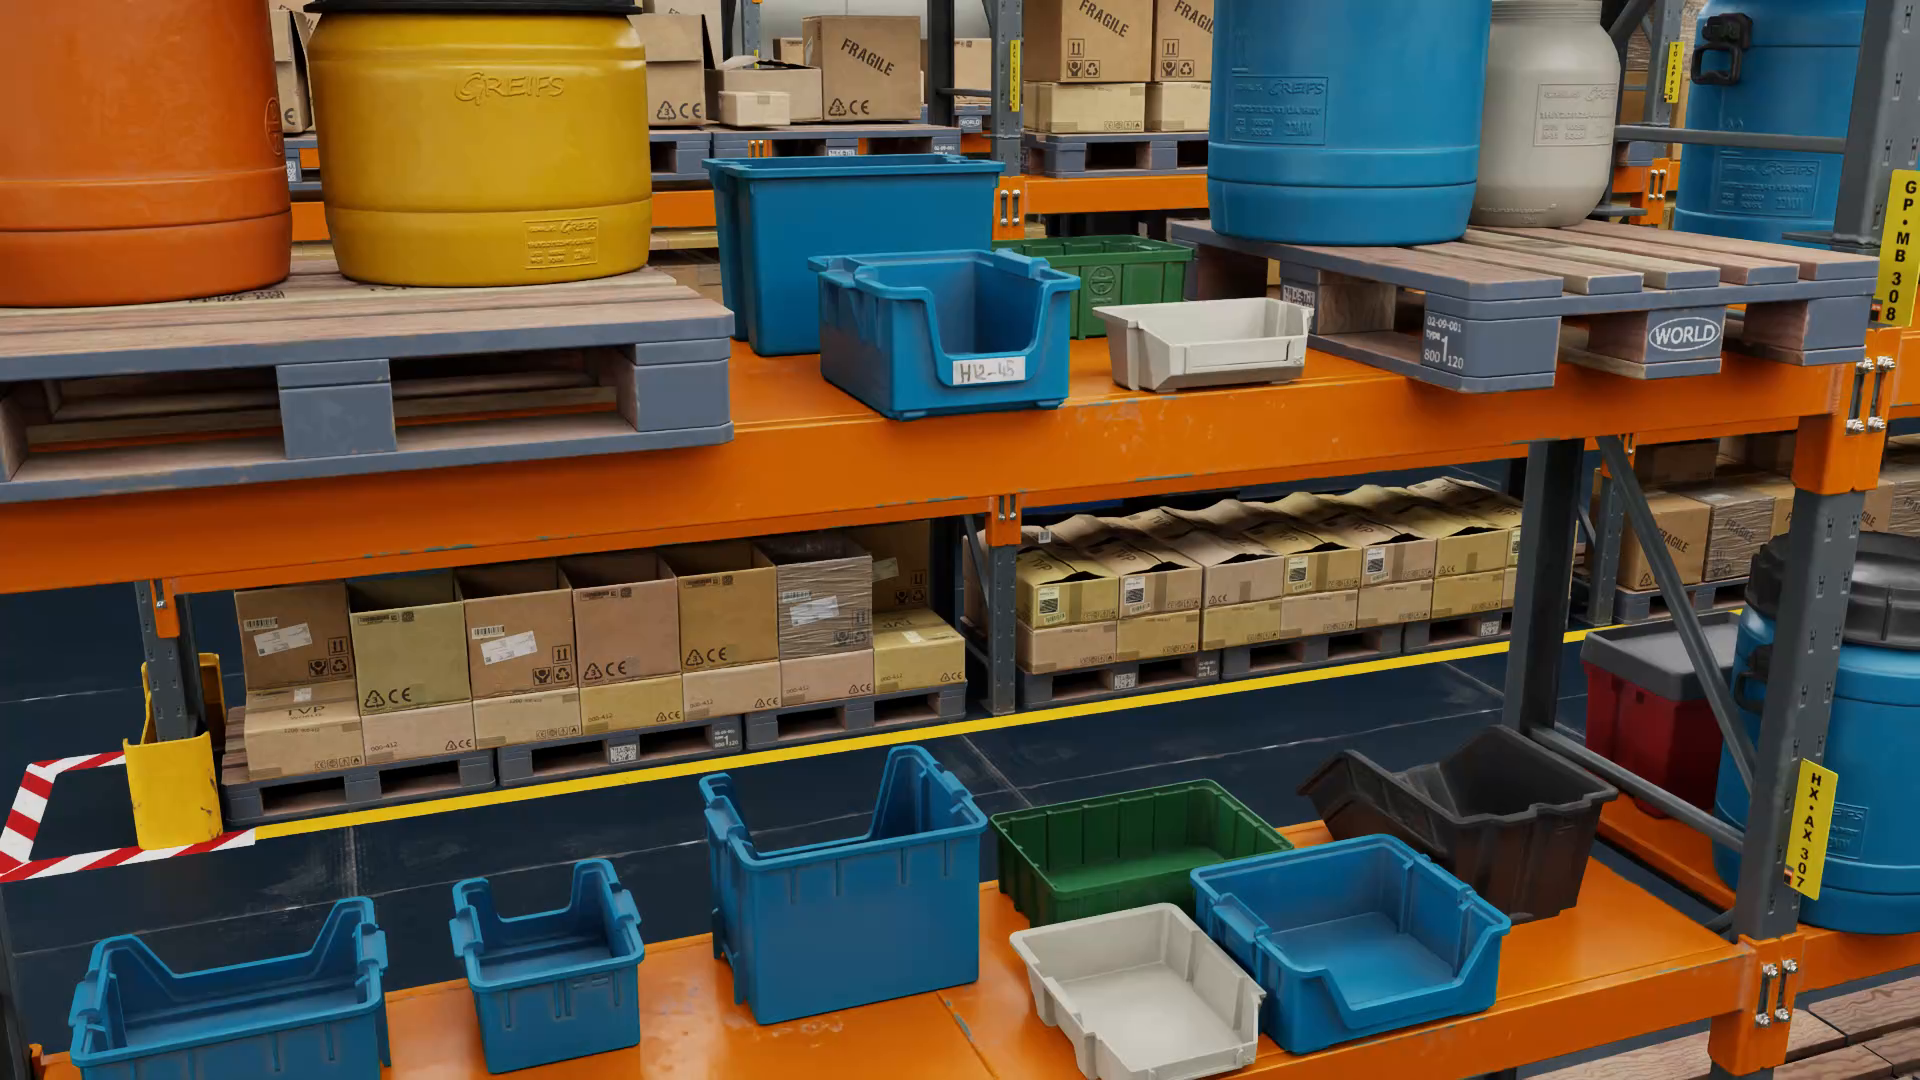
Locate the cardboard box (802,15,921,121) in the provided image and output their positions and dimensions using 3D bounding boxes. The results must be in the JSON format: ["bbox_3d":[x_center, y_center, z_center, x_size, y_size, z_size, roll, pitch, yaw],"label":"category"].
[{"bbox_3d":[-0.504,-2.404,8.467,0.500,0.500,0.500,-5,17,-16],"label":"cardboard box"}]

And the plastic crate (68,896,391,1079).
[{"bbox_3d":[-1.545,1.019,3.568,0.616,0.251,0.499,-6,17,-20],"label":"plastic crate"}]

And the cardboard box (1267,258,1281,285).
[{"bbox_3d":[2.565,-2.518,14.608,0.500,0.500,0.500,-6,17,-18],"label":"cardboard box"}]

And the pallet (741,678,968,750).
[{"bbox_3d":[-0.697,0.777,9.077,1.213,0.211,1.003,-6,17,-20],"label":"pallet"}]

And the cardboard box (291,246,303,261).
[{"bbox_3d":[-4.897,-1.796,11.790,0.500,0.500,0.500,-6,17,-20],"label":"cardboard box"}]

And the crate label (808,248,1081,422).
[{"bbox_3d":[-0.040,-0.393,3.052,0.408,0.251,0.502,-6,17,-20],"label":"crate label"}]

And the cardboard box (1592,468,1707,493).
[{"bbox_3d":[4.585,-0.201,11.114,0.500,0.500,0.500,-5,17,-18],"label":"cardboard box"}]

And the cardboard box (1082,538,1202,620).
[{"bbox_3d":[1.005,0.194,9.254,0.500,0.311,0.500,-6,18,-21],"label":"cardboard box"}]

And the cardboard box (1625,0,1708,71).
[{"bbox_3d":[4.205,-3.042,9.859,0.500,0.500,0.500,-6,17,-20],"label":"cardboard box"}]

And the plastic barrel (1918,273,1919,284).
[{"bbox_3d":[2.837,-1.180,4.580,0.600,0.901,0.600,0,16,0],"label":"plastic barrel"}]

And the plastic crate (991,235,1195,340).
[{"bbox_3d":[0.259,-0.576,3.790,0.450,0.188,0.336,-6,17,-20],"label":"plastic crate"}]

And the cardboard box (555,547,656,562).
[{"bbox_3d":[-1.884,0.244,8.746,0.500,0.500,0.500,-6,17,-20],"label":"cardboard box"}]

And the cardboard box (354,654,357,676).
[{"bbox_3d":[-2.817,0.706,8.506,0.500,0.250,0.500,-6,17,-20],"label":"cardboard box"}]

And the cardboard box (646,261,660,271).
[{"bbox_3d":[-1.757,-1.102,8.047,0.500,0.500,0.700,-6,17,-20],"label":"cardboard box"}]

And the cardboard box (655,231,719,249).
[{"bbox_3d":[-2.046,-2.101,12.830,0.500,0.500,0.500,-6,17,-20],"label":"cardboard box"}]

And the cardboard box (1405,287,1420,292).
[{"bbox_3d":[4.086,-2.380,15.288,0.250,0.149,0.380,-6,17,-18],"label":"cardboard box"}]

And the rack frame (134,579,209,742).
[{"bbox_3d":[-3.675,-0.227,7.546,0.127,3.000,1.000,-6,17,-20],"label":"rack frame"}]

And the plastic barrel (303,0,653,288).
[{"bbox_3d":[-0.887,-0.802,3.104,0.600,0.588,0.600,0,16,0],"label":"plastic barrel"}]

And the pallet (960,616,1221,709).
[{"bbox_3d":[0.735,0.624,9.600,1.213,0.211,1.003,-6,17,-20],"label":"pallet"}]

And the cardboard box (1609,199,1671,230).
[{"bbox_3d":[6.267,-2.934,16.232,0.700,0.700,0.980,-6,17,-19],"label":"cardboard box"}]

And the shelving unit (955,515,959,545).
[{"bbox_3d":[-0.283,-0.550,11.843,0.503,1.200,0.258,-6,17,-18],"label":"shelving unit"}]

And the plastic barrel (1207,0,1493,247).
[{"bbox_3d":[0.862,-1.135,3.682,0.708,0.901,0.600,-6,17,-20],"label":"plastic barrel"}]

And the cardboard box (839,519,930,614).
[{"bbox_3d":[-0.484,0.093,9.263,0.500,0.500,0.500,-6,17,-20],"label":"cardboard box"}]

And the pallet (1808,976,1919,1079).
[{"bbox_3d":[3.690,1.798,5.600,1.213,0.211,1.003,-6,17,-20],"label":"pallet"}]

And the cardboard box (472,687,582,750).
[{"bbox_3d":[-2.162,0.794,8.205,0.500,0.250,0.500,-6,17,-20],"label":"cardboard box"}]

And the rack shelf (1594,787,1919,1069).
[{"bbox_3d":[3.697,0.817,5.268,4.000,0.370,1.077,-6,17,-20],"label":"rack shelf"}]

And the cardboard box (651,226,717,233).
[{"bbox_3d":[-2.229,-2.238,13.295,0.500,0.500,0.500,-7,18,-21],"label":"cardboard box"}]

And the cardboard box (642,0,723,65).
[{"bbox_3d":[-2.086,-3.787,12.361,0.500,0.500,0.500,-8,18,-25],"label":"cardboard box"}]

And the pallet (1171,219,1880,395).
[{"bbox_3d":[1.191,-0.576,3.749,1.003,0.211,1.213,-6,17,-20],"label":"pallet"}]

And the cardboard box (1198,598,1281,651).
[{"bbox_3d":[1.486,0.408,9.519,0.500,0.250,0.500,-7,18,-22],"label":"cardboard box"}]

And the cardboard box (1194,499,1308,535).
[{"bbox_3d":[1.757,-0.051,10.087,0.500,0.311,0.500,-6,18,-21],"label":"cardboard box"}]

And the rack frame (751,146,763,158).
[{"bbox_3d":[-1.715,-1.933,13.356,0.127,3.000,1.000,-6,17,-20],"label":"rack frame"}]

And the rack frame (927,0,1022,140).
[{"bbox_3d":[0.061,-3.508,8.074,0.127,3.000,1.000,-6,17,-20],"label":"rack frame"}]

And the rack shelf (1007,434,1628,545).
[{"bbox_3d":[1.928,-0.486,9.707,4.000,0.370,1.077,-6,17,-20],"label":"rack shelf"}]

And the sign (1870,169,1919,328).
[{"bbox_3d":[2.016,-0.624,3.559,0.005,0.325,0.100,-6,17,-20],"label":"sign"}]

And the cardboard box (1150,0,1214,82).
[{"bbox_3d":[1.174,-2.674,8.746,0.500,0.500,0.500,-4,17,-15],"label":"cardboard box"}]

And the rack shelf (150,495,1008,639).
[{"bbox_3d":[-1.807,-0.083,8.334,4.000,0.370,1.077,-6,17,-20],"label":"rack shelf"}]

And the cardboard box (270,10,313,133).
[{"bbox_3d":[-3.136,-2.041,7.223,0.637,0.503,0.797,-5,17,-16],"label":"cardboard box"}]

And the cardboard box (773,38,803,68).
[{"bbox_3d":[-1.176,-3.656,12.976,0.500,0.500,0.500,-4,17,-12],"label":"cardboard box"}]

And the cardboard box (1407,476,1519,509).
[{"bbox_3d":[3.202,-0.209,10.625,0.500,0.311,0.500,-6,17,-18],"label":"cardboard box"}]

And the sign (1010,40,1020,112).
[{"bbox_3d":[0.261,-2.209,7.916,0.005,0.325,0.100,-6,17,-20],"label":"sign"}]

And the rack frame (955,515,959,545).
[{"bbox_3d":[-0.052,-0.573,11.920,0.015,1.200,0.240,-6,17,-18],"label":"rack frame"}]

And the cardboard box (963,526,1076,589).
[{"bbox_3d":[0.336,0.103,9.564,0.500,0.311,0.500,-6,17,-20],"label":"cardboard box"}]

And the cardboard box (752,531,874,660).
[{"bbox_3d":[-0.765,0.280,8.626,0.500,0.500,0.500,-6,17,-20],"label":"cardboard box"}]

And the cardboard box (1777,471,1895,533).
[{"bbox_3d":[5.766,-0.173,11.019,0.500,0.500,0.500,-7,18,-22],"label":"cardboard box"}]

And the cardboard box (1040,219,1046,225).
[{"bbox_3d":[1.072,-2.482,14.267,0.500,0.500,0.700,-8,18,-25],"label":"cardboard box"}]

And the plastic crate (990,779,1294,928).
[{"bbox_3d":[0.461,0.838,4.297,0.662,0.188,0.450,-6,17,-20],"label":"plastic crate"}]

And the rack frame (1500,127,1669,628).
[{"bbox_3d":[3.796,-1.033,10.293,0.127,3.000,1.000,-6,17,-20],"label":"rack frame"}]

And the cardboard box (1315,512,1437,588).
[{"bbox_3d":[2.439,0.037,9.786,0.500,0.311,0.500,-6,17,-20],"label":"cardboard box"}]

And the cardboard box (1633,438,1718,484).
[{"bbox_3d":[4.636,-0.567,11.032,0.500,0.250,0.500,-5,17,-18],"label":"cardboard box"}]

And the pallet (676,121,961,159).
[{"bbox_3d":[-0.727,-1.934,8.193,1.213,0.211,1.003,-6,17,-20],"label":"pallet"}]

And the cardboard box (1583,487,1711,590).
[{"bbox_3d":[4.323,-0.016,10.483,0.500,0.500,0.500,-5,17,-18],"label":"cardboard box"}]

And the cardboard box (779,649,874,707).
[{"bbox_3d":[-0.765,0.640,8.730,0.500,0.250,0.500,-6,17,-20],"label":"cardboard box"}]

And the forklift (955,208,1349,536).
[{"bbox_3d":[1.418,-1.530,12.106,3.031,2.935,1.130,-6,17,-18],"label":"forklift"}]

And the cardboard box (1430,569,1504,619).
[{"bbox_3d":[2.912,0.255,10.042,0.500,0.250,0.500,-6,18,-21],"label":"cardboard box"}]

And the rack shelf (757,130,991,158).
[{"bbox_3d":[0.152,-3.228,13.722,4.000,0.370,1.077,-6,17,-20],"label":"rack shelf"}]

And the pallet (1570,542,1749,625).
[{"bbox_3d":[4.506,0.240,10.908,1.213,0.211,1.003,-6,17,-20],"label":"pallet"}]

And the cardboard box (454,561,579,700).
[{"bbox_3d":[-2.166,0.431,8.110,0.500,0.500,0.500,-6,17,-20],"label":"cardboard box"}]
